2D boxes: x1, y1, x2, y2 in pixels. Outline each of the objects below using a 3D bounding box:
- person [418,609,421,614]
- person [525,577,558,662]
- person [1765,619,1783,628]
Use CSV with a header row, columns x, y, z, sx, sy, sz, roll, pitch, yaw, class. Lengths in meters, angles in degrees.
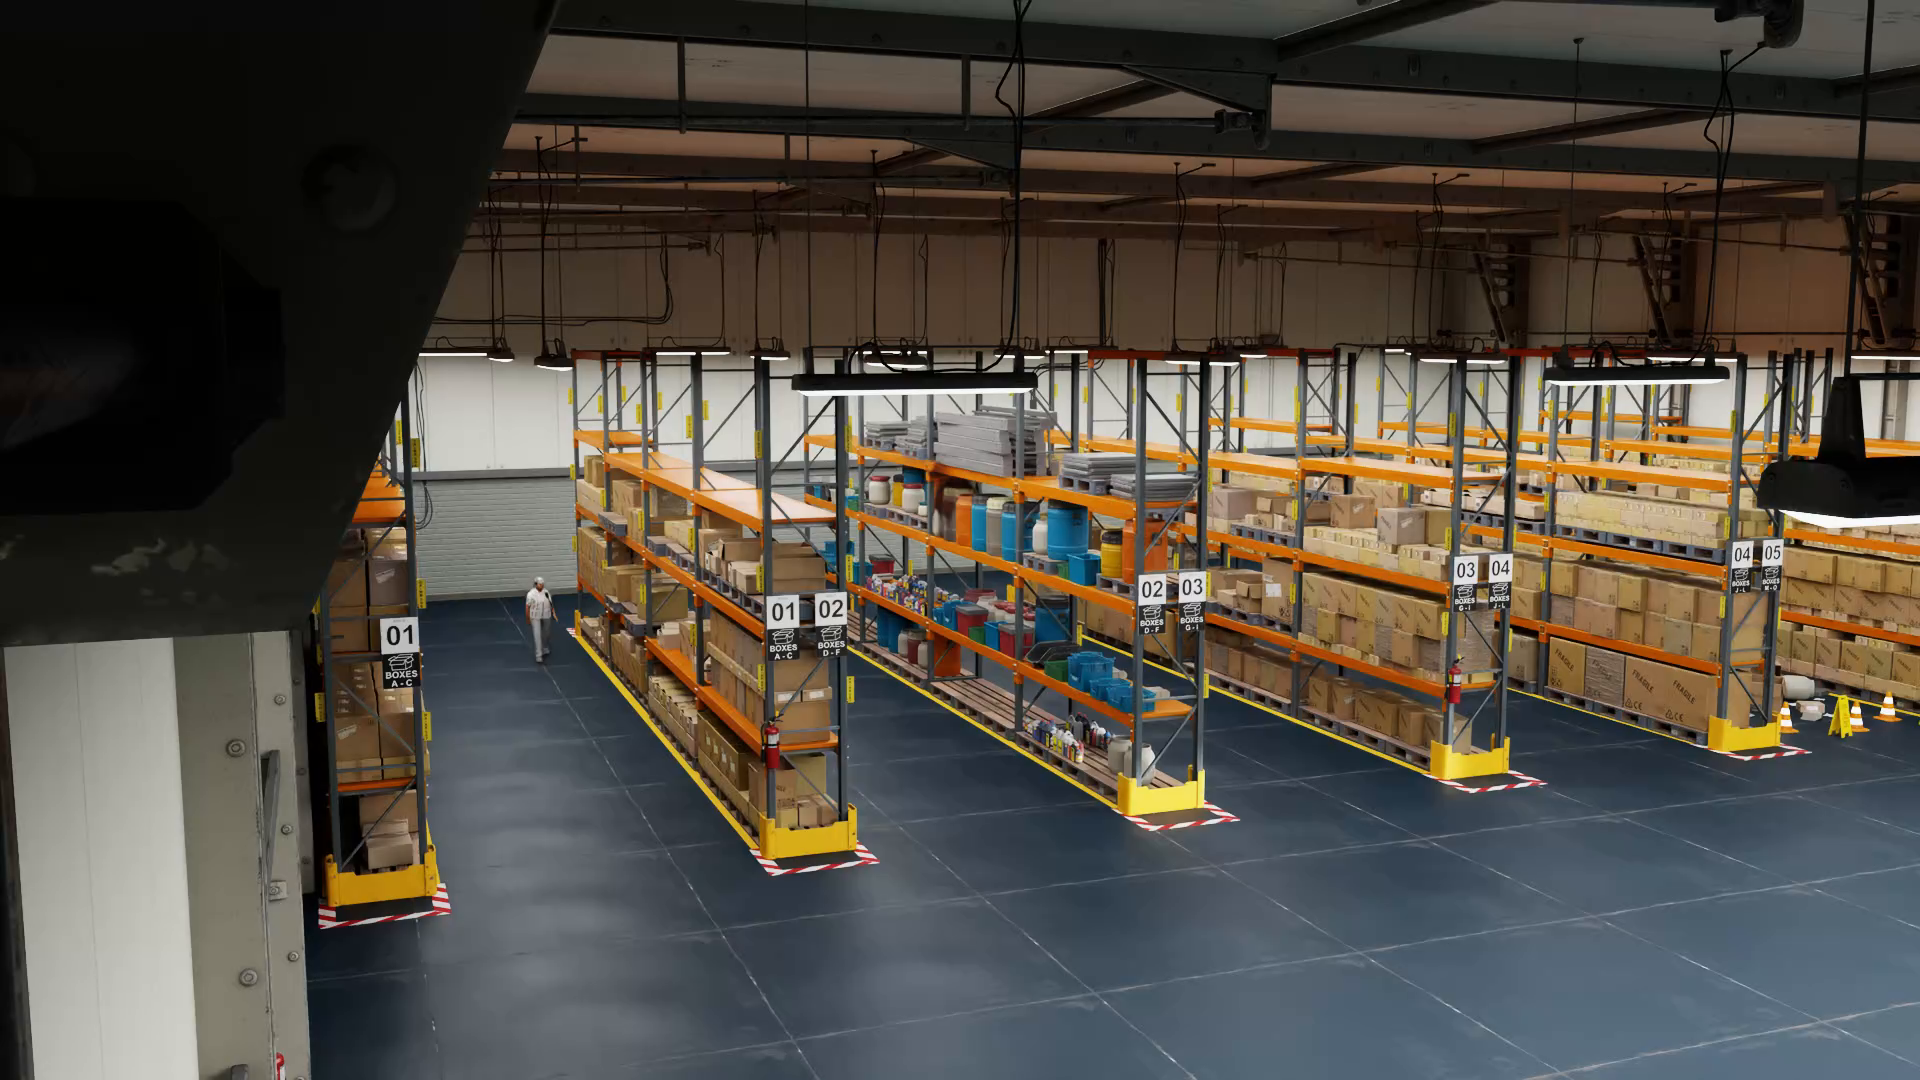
x,y,z,sx,sy,sz,roll,pitch,yaw,class
-11.642,1.202,35.114,0.497,1.574,0.478,-2,7,-13,person
-8.142,1.515,32.332,0.588,1.607,0.988,-3,8,-21,person
16.236,1.389,33.032,0.473,1.661,0.470,4,8,29,person
